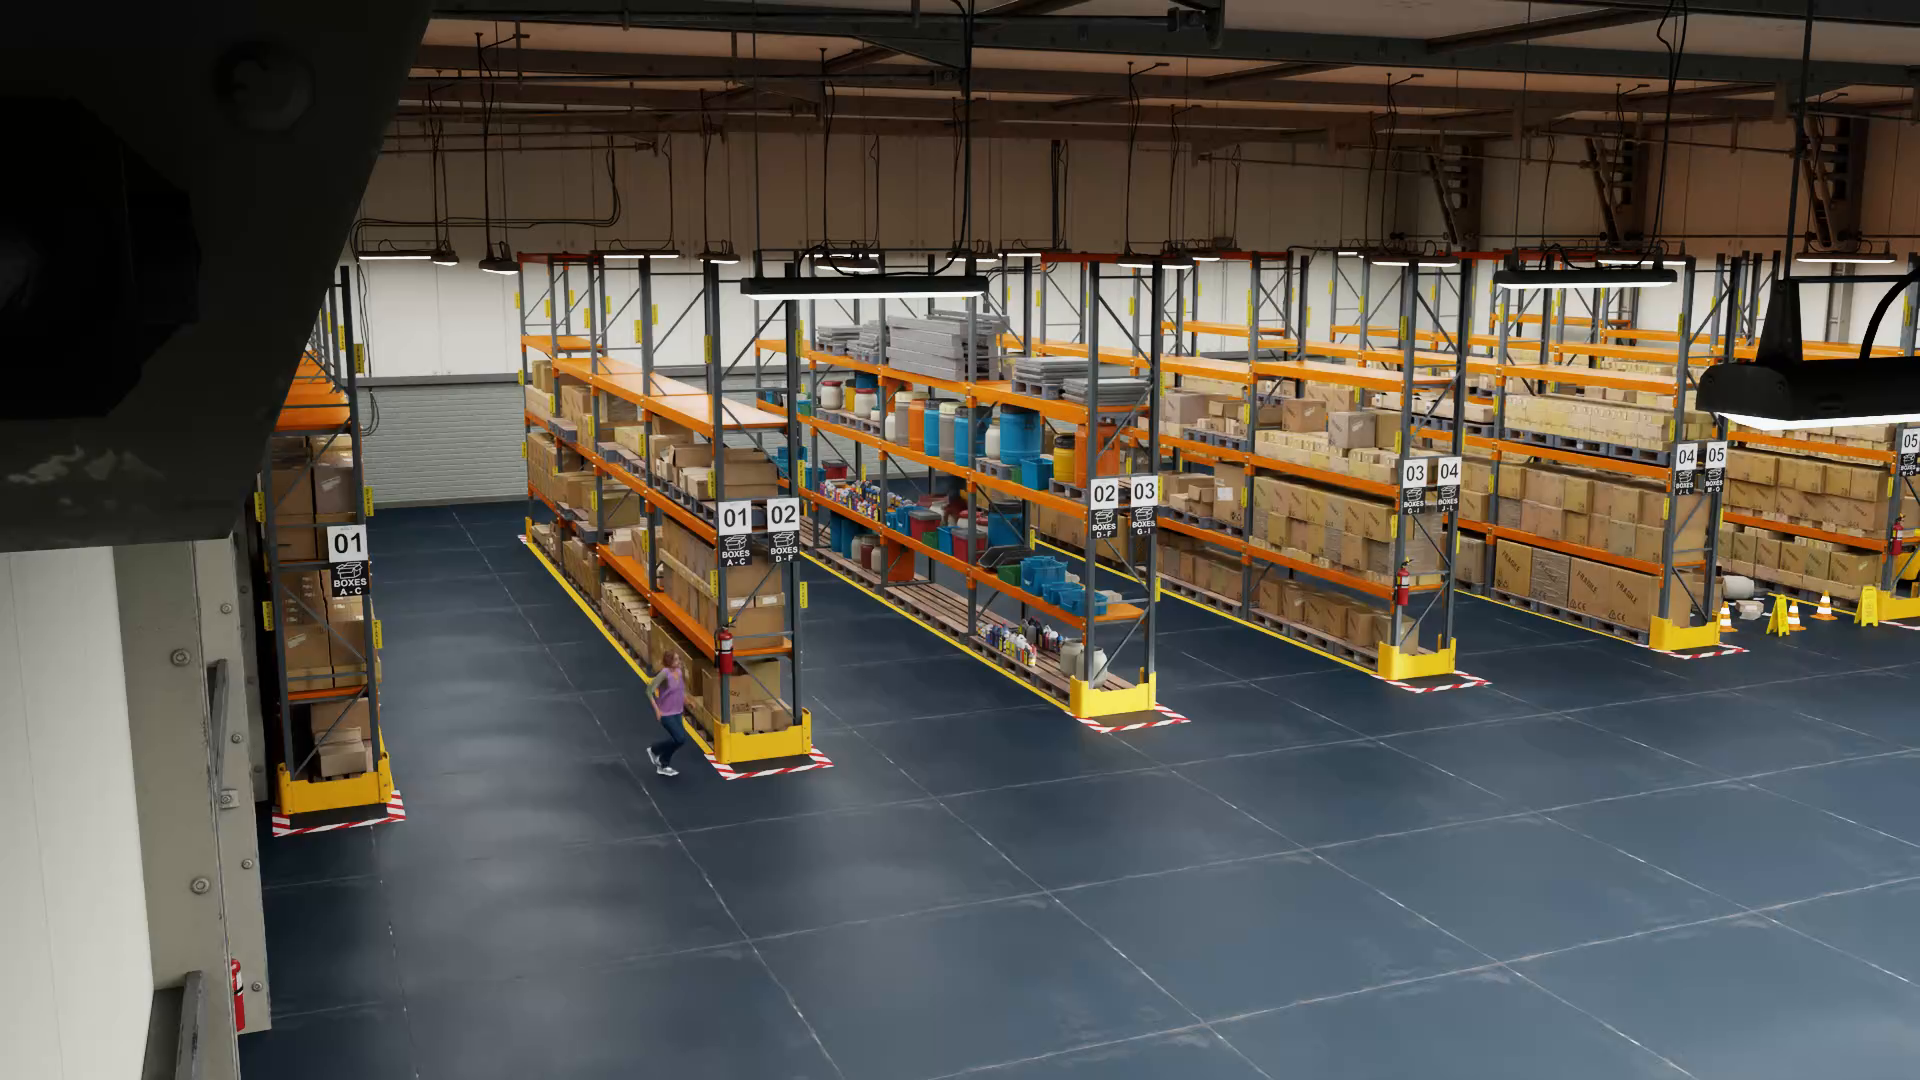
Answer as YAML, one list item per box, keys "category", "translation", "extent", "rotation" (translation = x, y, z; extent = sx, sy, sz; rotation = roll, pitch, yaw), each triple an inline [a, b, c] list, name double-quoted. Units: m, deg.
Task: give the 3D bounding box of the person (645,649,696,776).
- category: "person"
  translation: [-3.397, 2.042, 19.582]
  extent: [0.575, 1.546, 0.530]
  rotation: [5, 12, 27]

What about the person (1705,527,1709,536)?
- category: "person"
  translation: [15.139, -0.729, 34.231]
  extent: [0.665, 1.740, 0.751]
  rotation: [-7, 12, -33]
